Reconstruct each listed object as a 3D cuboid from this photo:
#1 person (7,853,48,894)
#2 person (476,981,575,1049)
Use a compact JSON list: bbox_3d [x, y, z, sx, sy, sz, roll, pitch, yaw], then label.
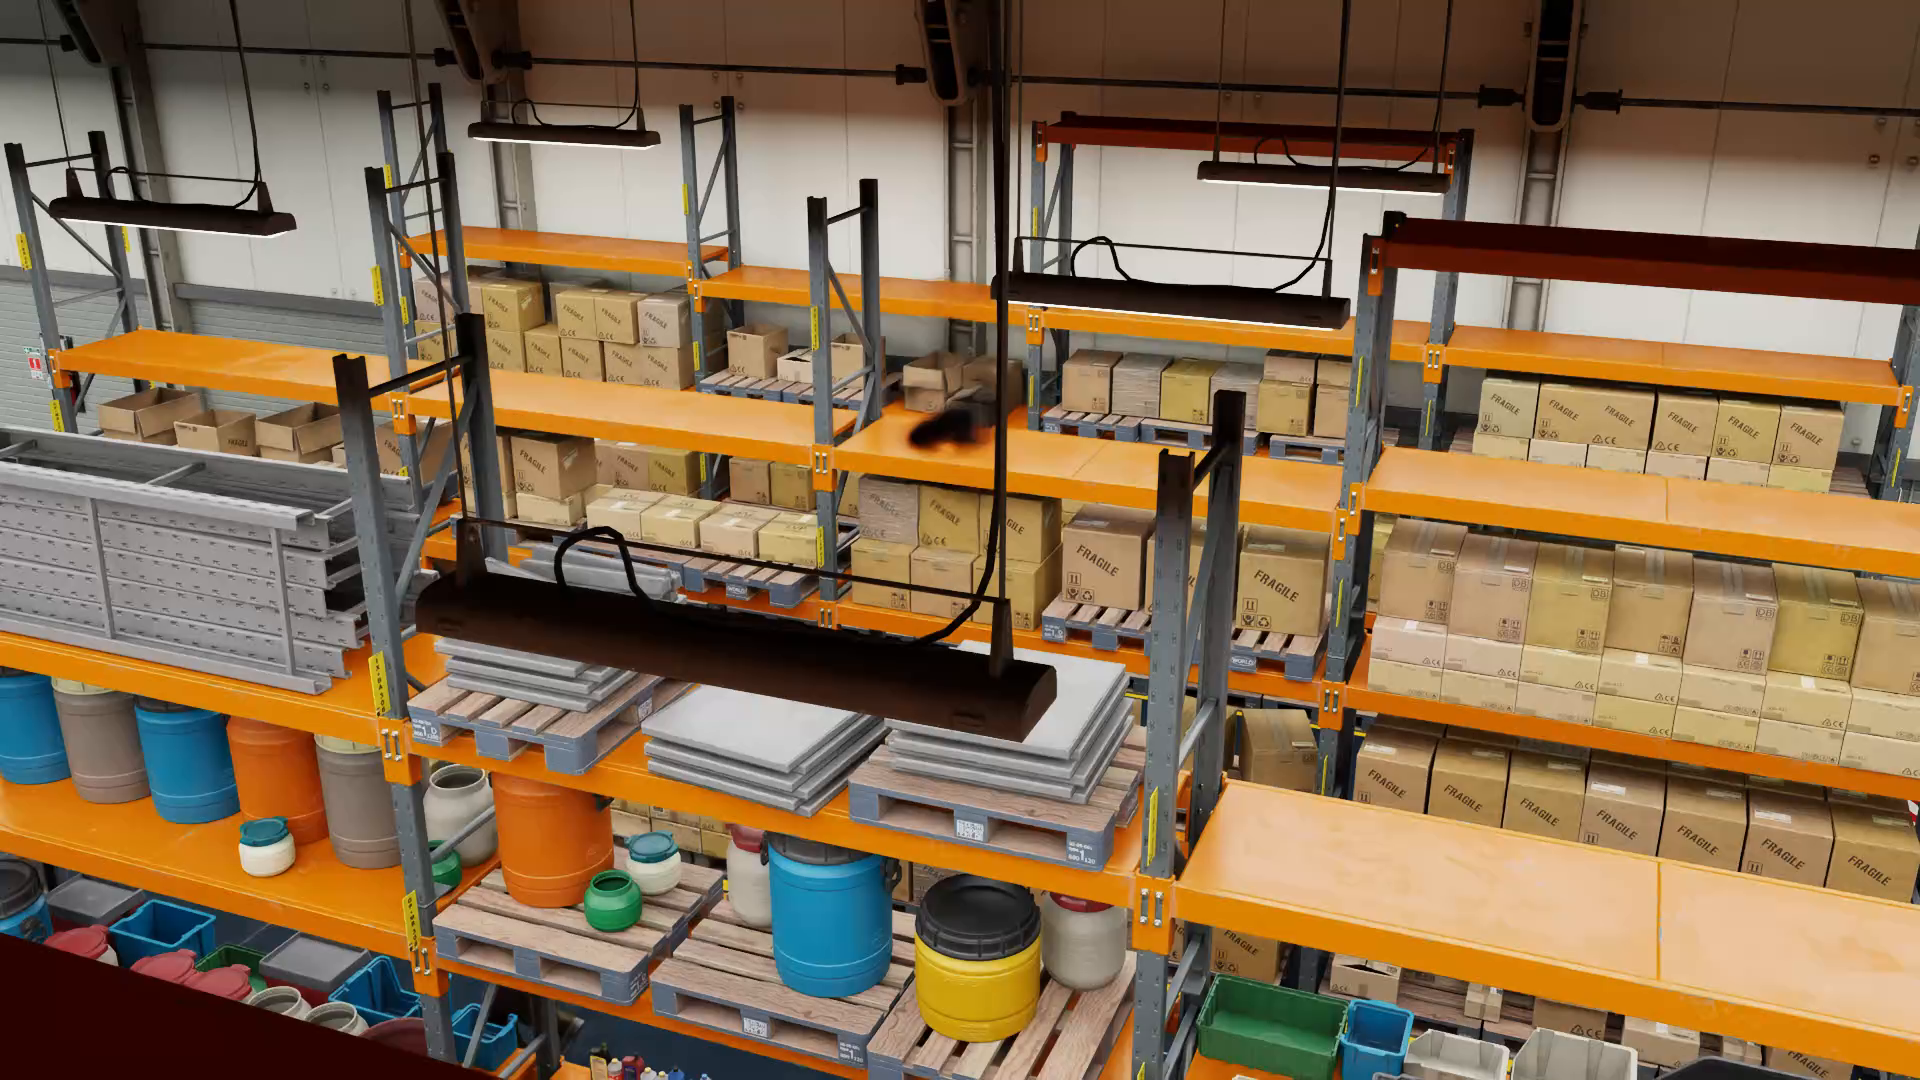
[{"bbox_3d":[-7.583,2.471,13.610,0.537,1.628,0.617,7,22,18],"label":"person"},{"bbox_3d":[-3.143,3.089,11.864,0.663,1.736,0.710,4,21,11],"label":"person"}]
